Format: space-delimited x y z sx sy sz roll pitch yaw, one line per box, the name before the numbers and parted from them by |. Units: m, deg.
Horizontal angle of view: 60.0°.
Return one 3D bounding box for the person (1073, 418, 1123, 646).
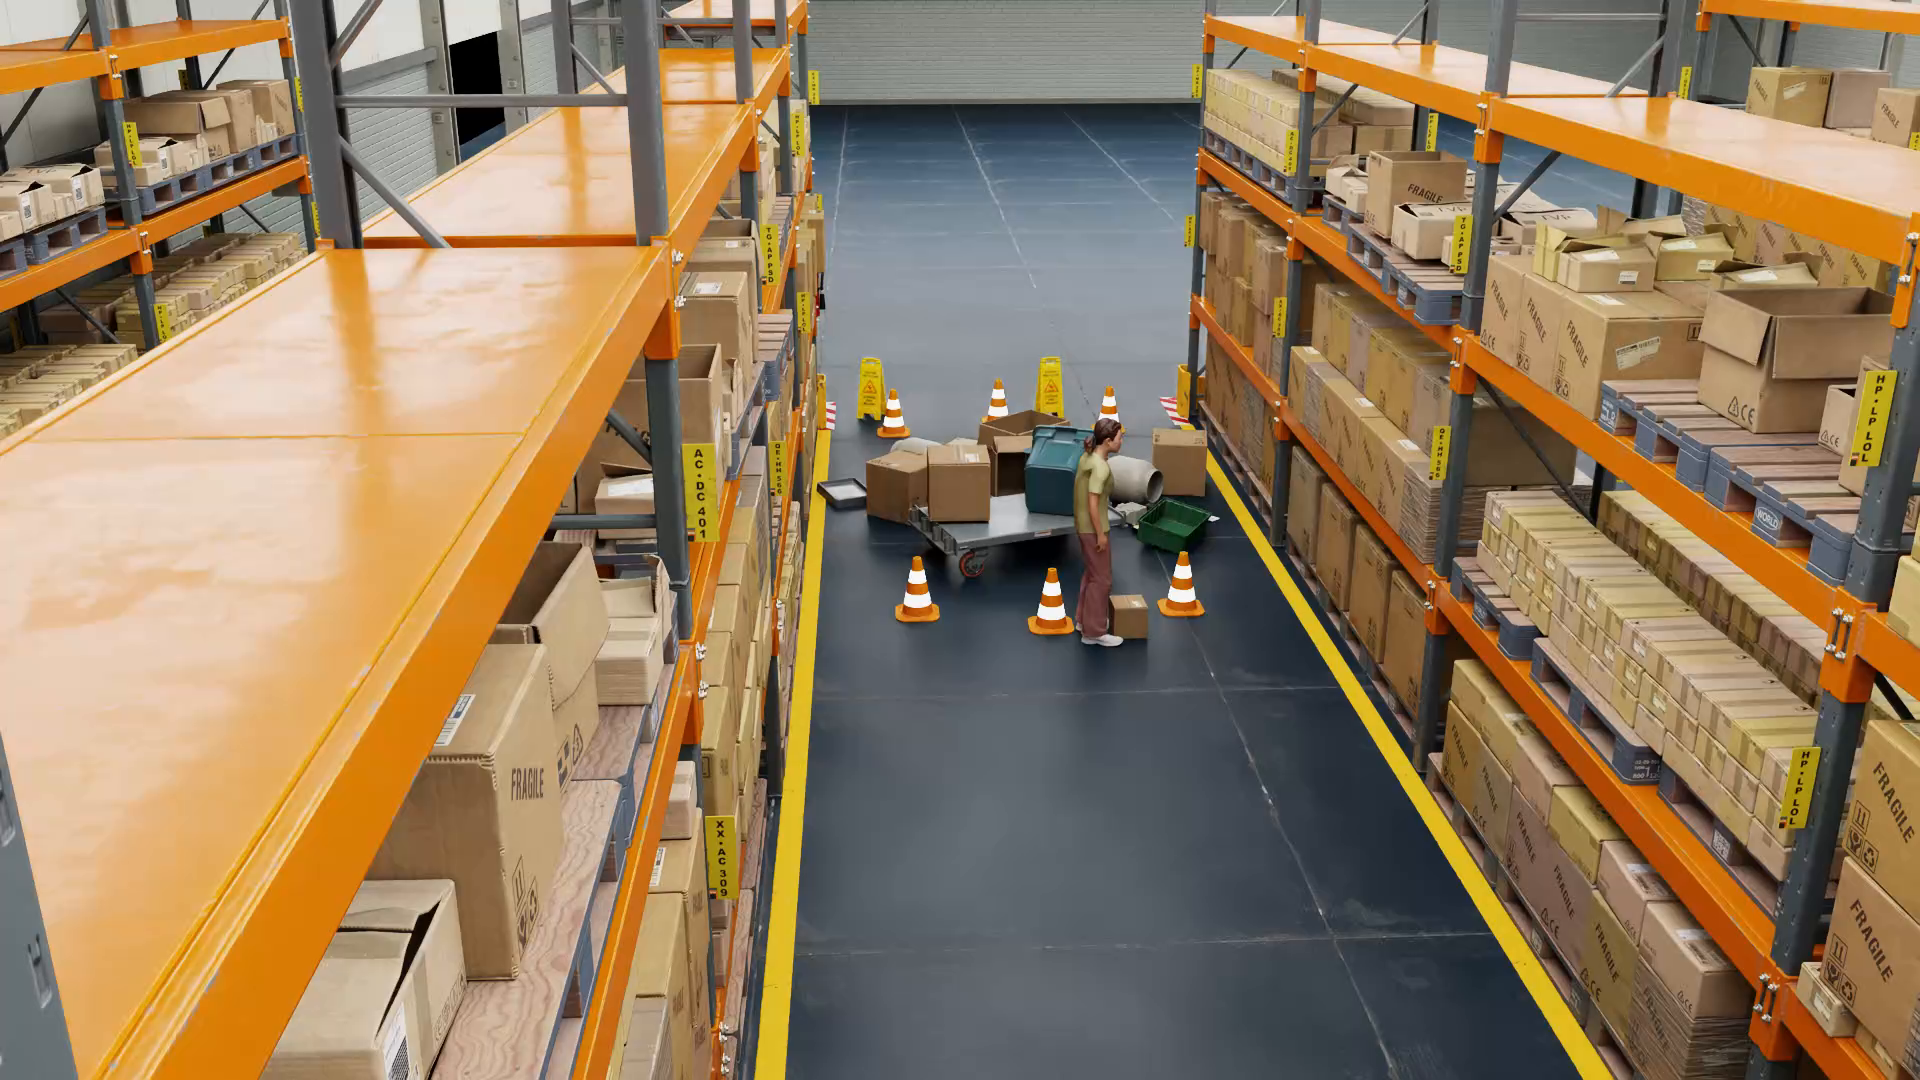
person | 1.012 -0.069 12.120 0.348 1.651 0.496 -1 21 -4
